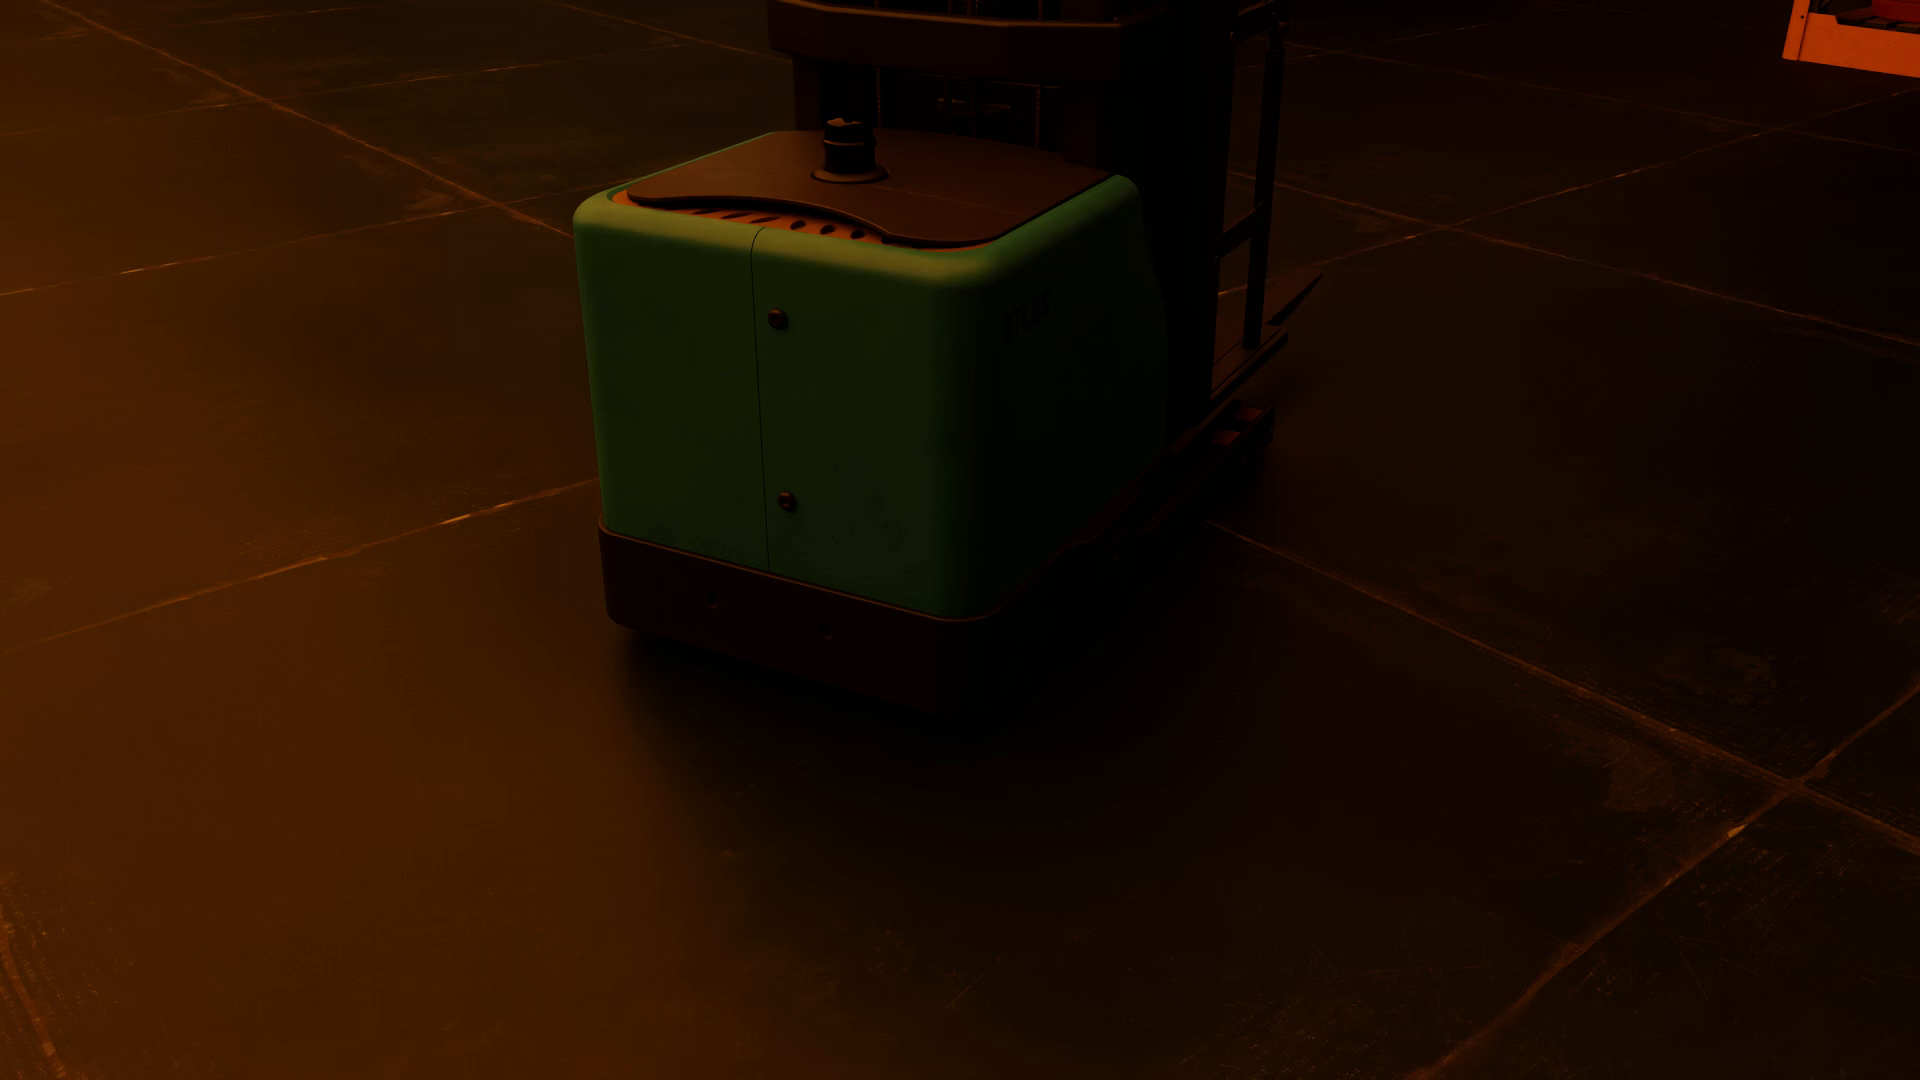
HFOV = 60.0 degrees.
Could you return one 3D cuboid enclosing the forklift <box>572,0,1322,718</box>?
[{"bbox_3d":[0.285,-1.552,4.331,1.130,2.935,3.031,13,29,25],"label":"forklift"}]
